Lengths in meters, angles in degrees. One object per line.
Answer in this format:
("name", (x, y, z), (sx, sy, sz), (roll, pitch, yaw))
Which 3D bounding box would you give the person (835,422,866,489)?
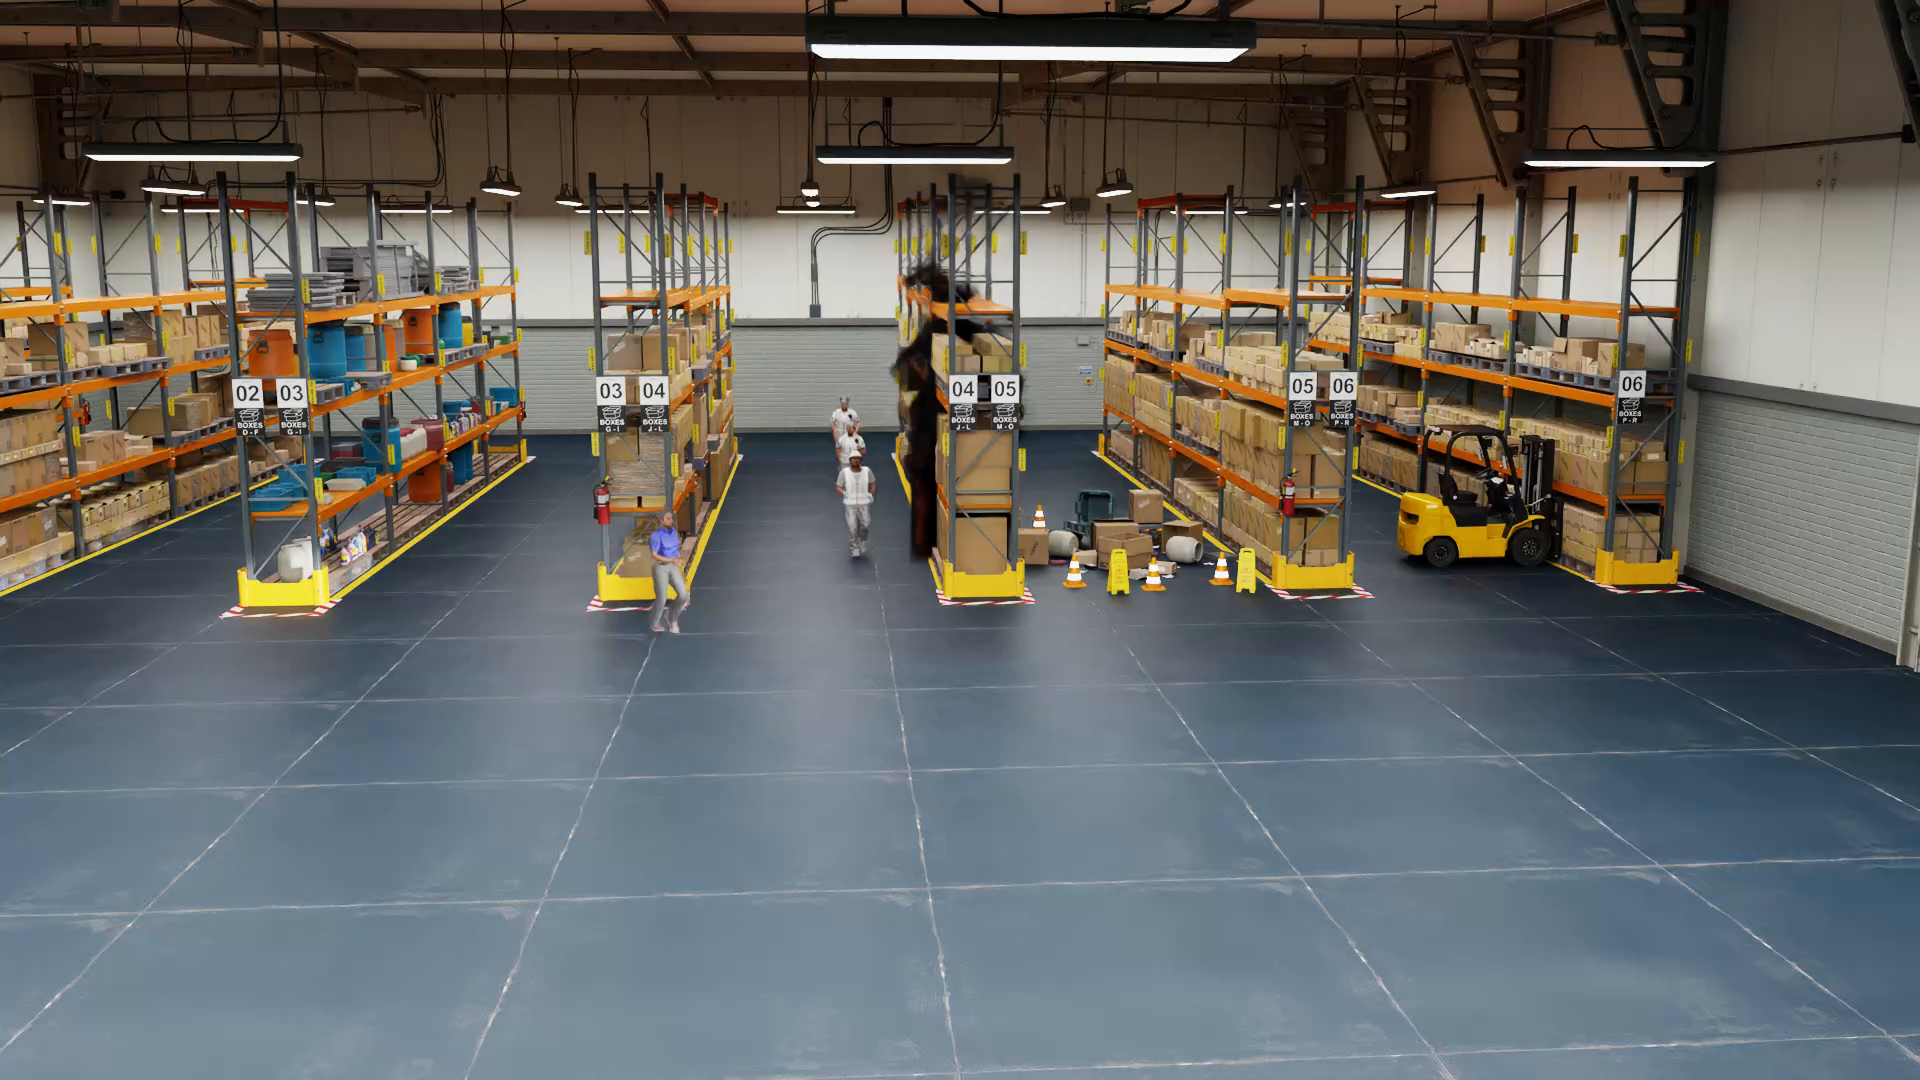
("person", (-2.145, -1.507, 32.560), (0.613, 1.619, 0.688), (-1, 10, -4))

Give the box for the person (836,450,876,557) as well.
("person", (-1.661, -0.576, 26.905), (0.669, 1.737, 0.589), (-1, 10, -8))

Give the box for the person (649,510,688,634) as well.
("person", (-3.780, 0.435, 21.616), (0.680, 1.685, 0.587), (8, 13, 37))

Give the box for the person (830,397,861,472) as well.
("person", (-2.523, -2.292, 36.689), (0.685, 1.760, 0.621), (0, 10, 0))
